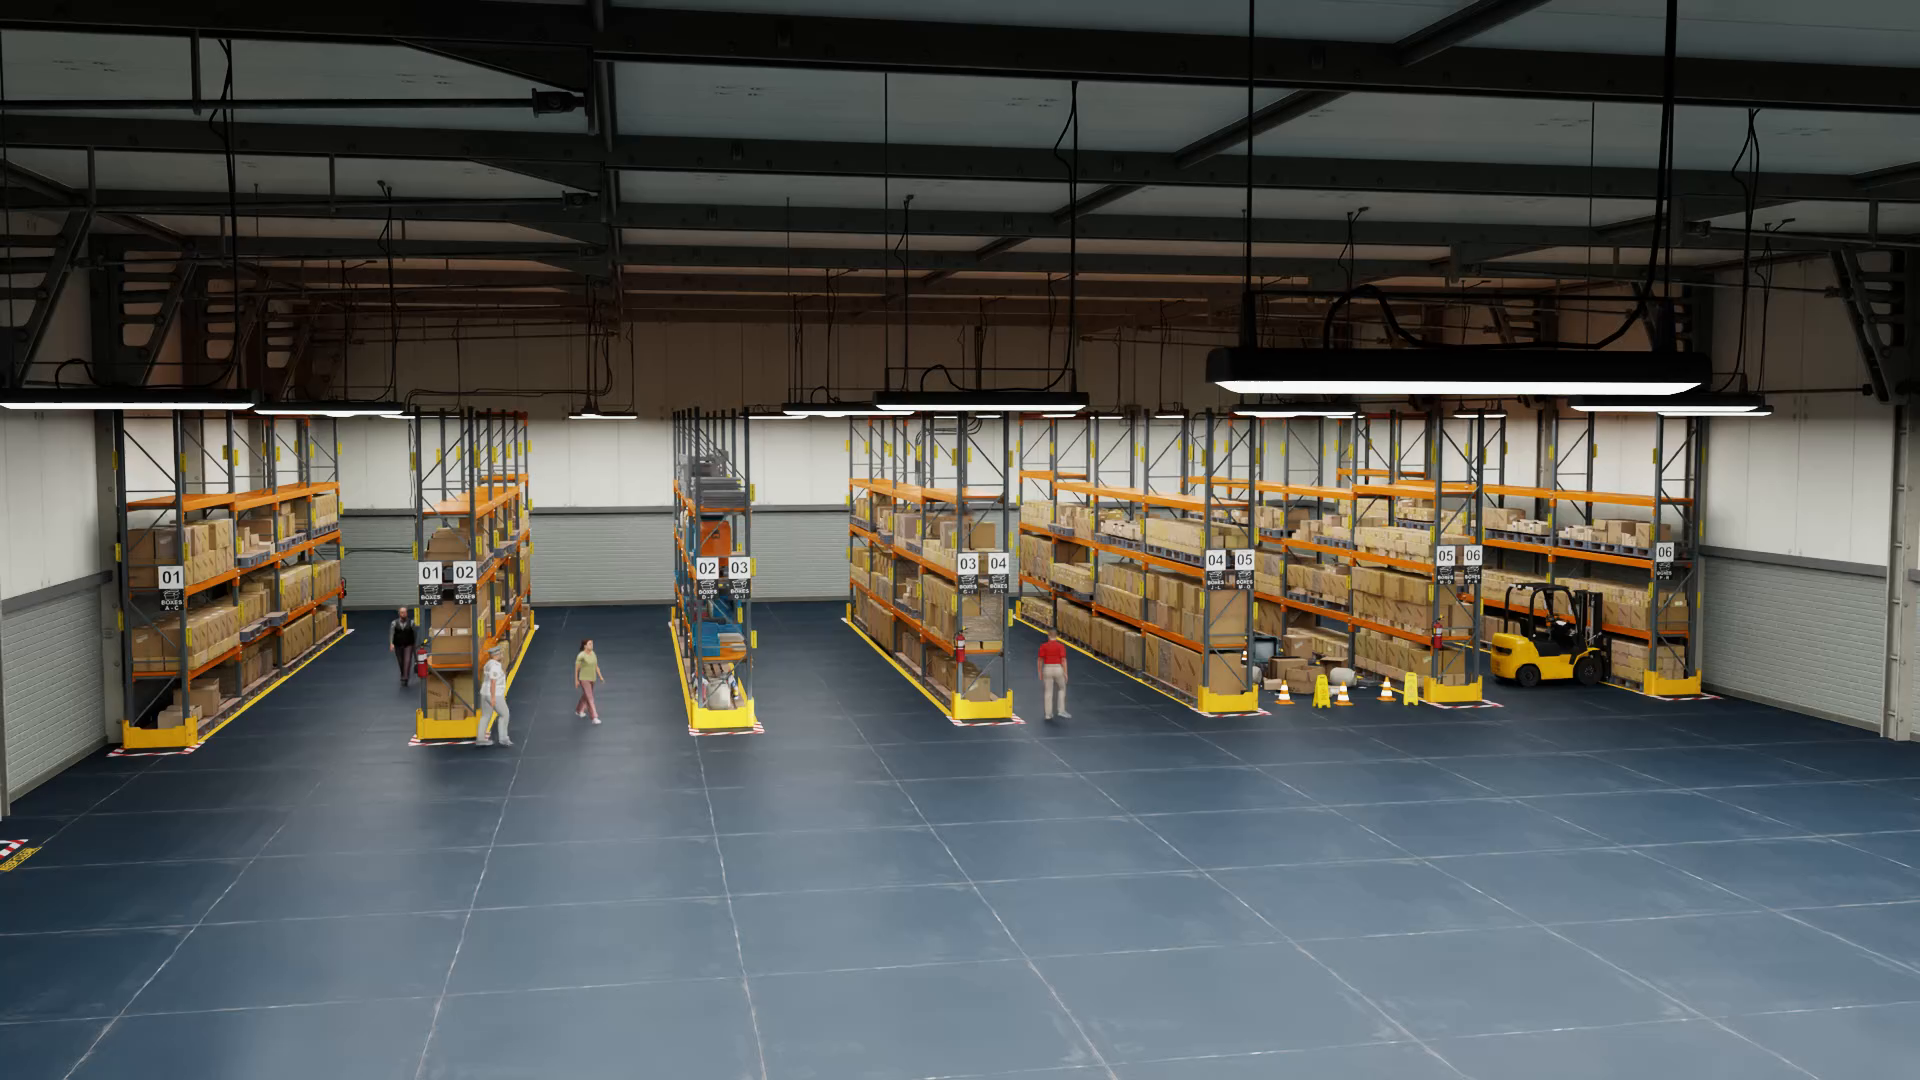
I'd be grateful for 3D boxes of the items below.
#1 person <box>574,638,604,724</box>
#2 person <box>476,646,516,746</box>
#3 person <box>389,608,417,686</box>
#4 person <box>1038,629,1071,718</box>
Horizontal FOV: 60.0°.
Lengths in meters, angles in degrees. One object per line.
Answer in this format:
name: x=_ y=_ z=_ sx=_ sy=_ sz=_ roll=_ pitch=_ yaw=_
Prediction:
person: x=-7.064 y=2.650 z=31.590 sx=0.522 sy=1.603 sz=1.106 roll=-4 pitch=6 yaw=-45
person: x=-8.260 y=2.778 z=29.393 sx=0.655 sy=1.804 sz=0.560 roll=-4 pitch=6 yaw=-44
person: x=-12.115 y=2.302 z=36.130 sx=0.542 sy=1.661 sz=1.069 roll=-1 pitch=4 yaw=-8
person: x=1.812 y=2.602 z=32.137 sx=0.641 sy=1.756 sz=0.639 roll=1 pitch=4 yaw=9
